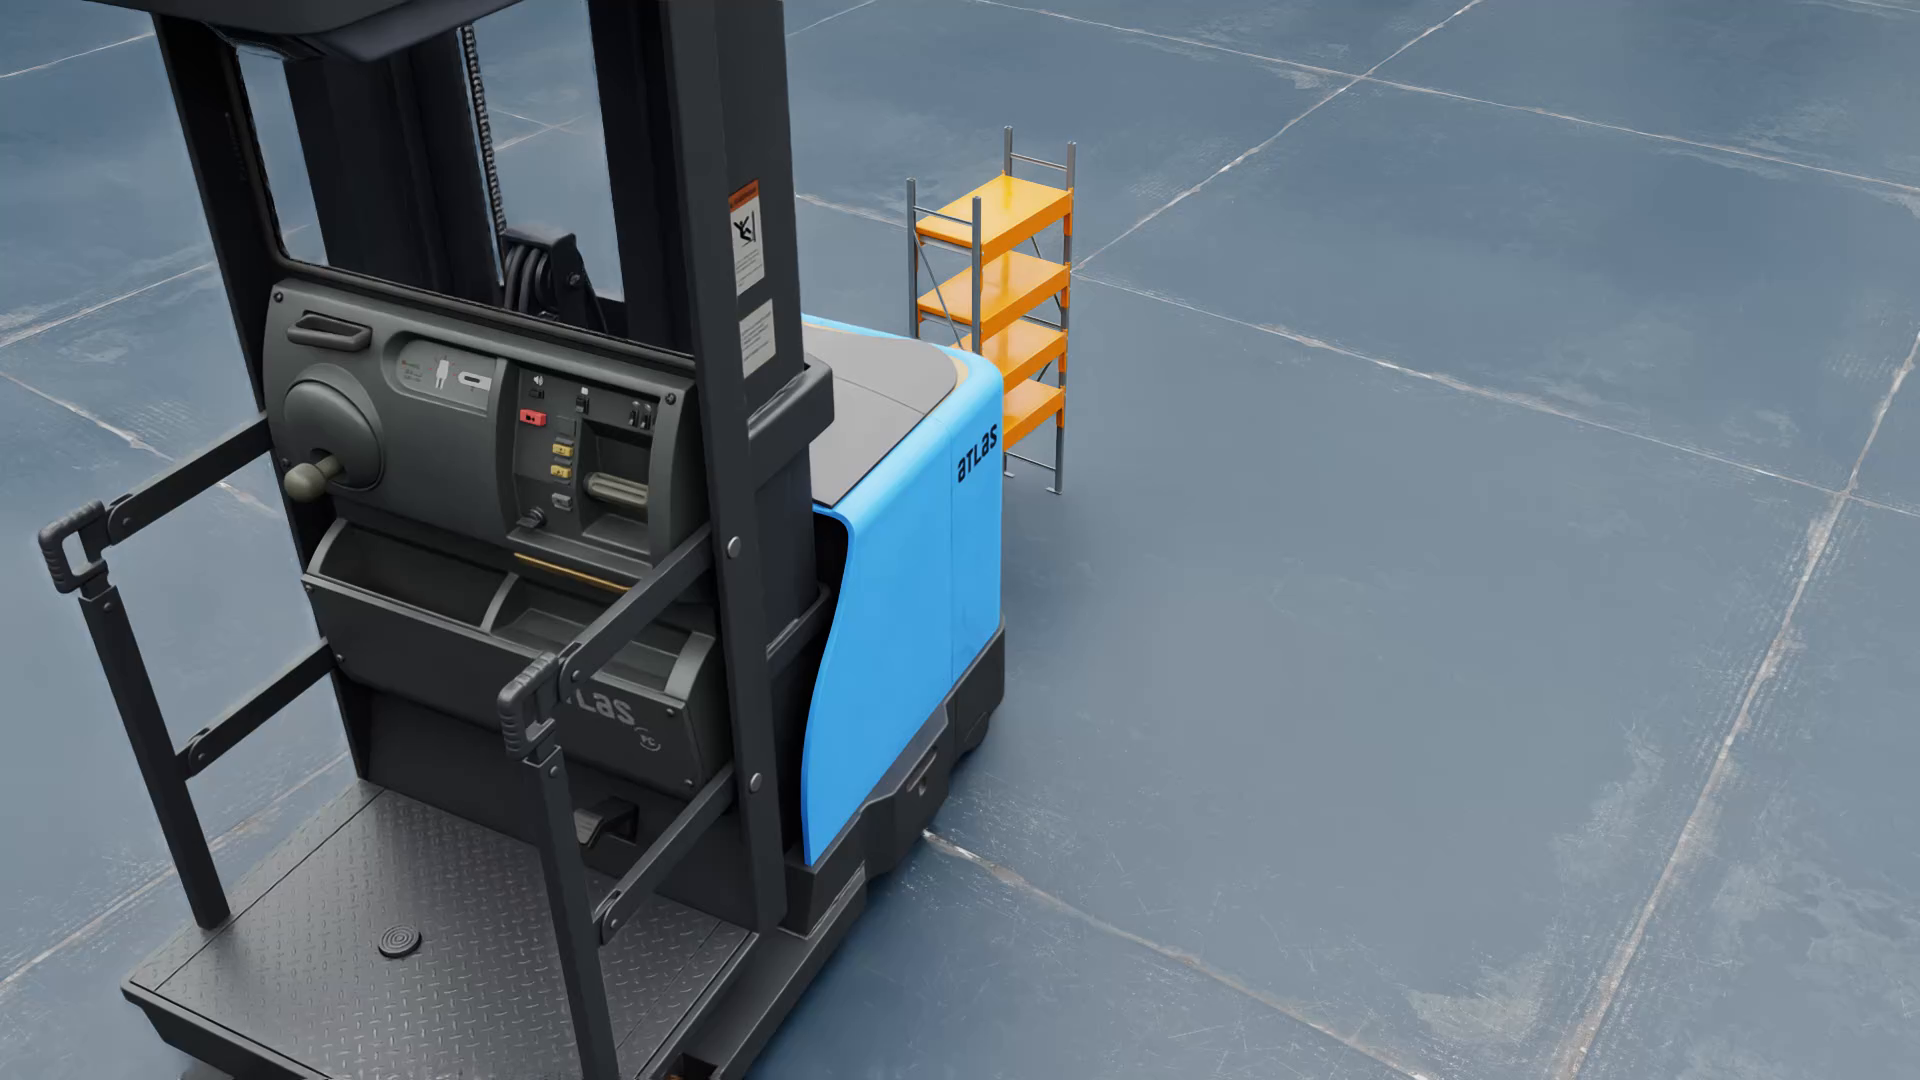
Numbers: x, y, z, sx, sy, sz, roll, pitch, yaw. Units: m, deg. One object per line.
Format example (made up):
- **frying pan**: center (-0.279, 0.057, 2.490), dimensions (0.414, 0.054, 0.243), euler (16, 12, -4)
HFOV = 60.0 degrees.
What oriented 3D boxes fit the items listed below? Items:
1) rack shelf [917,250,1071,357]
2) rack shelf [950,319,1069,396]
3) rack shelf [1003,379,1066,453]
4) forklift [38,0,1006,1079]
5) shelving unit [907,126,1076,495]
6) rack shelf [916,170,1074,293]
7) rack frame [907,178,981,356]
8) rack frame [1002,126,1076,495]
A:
- **rack shelf**: center (0.094, -0.703, 4.939), dimensions (0.258, 0.148, 0.480), euler (21, 39, 28)
- **rack shelf**: center (0.094, -0.517, 5.064), dimensions (0.258, 0.148, 0.480), euler (21, 39, 28)
- **rack shelf**: center (0.094, -0.353, 5.175), dimensions (0.258, 0.148, 0.480), euler (21, 39, 28)
- **forklift**: center (-0.984, -0.140, 2.840), dimensions (1.130, 2.935, 3.031), euler (15, 37, 21)
- **shelving unit**: center (0.094, -0.573, 5.027), dimensions (0.258, 1.200, 0.503), euler (21, 39, 28)
- **rack shelf**: center (0.094, -0.899, 4.806), dimensions (0.258, 0.148, 0.480), euler (21, 39, 28)
- **rack frame**: center (-0.045, -0.461, 4.860), dimensions (0.240, 1.200, 0.015), euler (21, 39, 28)
- **rack frame**: center (0.234, -0.685, 5.193), dimensions (0.240, 1.200, 0.015), euler (21, 39, 28)
